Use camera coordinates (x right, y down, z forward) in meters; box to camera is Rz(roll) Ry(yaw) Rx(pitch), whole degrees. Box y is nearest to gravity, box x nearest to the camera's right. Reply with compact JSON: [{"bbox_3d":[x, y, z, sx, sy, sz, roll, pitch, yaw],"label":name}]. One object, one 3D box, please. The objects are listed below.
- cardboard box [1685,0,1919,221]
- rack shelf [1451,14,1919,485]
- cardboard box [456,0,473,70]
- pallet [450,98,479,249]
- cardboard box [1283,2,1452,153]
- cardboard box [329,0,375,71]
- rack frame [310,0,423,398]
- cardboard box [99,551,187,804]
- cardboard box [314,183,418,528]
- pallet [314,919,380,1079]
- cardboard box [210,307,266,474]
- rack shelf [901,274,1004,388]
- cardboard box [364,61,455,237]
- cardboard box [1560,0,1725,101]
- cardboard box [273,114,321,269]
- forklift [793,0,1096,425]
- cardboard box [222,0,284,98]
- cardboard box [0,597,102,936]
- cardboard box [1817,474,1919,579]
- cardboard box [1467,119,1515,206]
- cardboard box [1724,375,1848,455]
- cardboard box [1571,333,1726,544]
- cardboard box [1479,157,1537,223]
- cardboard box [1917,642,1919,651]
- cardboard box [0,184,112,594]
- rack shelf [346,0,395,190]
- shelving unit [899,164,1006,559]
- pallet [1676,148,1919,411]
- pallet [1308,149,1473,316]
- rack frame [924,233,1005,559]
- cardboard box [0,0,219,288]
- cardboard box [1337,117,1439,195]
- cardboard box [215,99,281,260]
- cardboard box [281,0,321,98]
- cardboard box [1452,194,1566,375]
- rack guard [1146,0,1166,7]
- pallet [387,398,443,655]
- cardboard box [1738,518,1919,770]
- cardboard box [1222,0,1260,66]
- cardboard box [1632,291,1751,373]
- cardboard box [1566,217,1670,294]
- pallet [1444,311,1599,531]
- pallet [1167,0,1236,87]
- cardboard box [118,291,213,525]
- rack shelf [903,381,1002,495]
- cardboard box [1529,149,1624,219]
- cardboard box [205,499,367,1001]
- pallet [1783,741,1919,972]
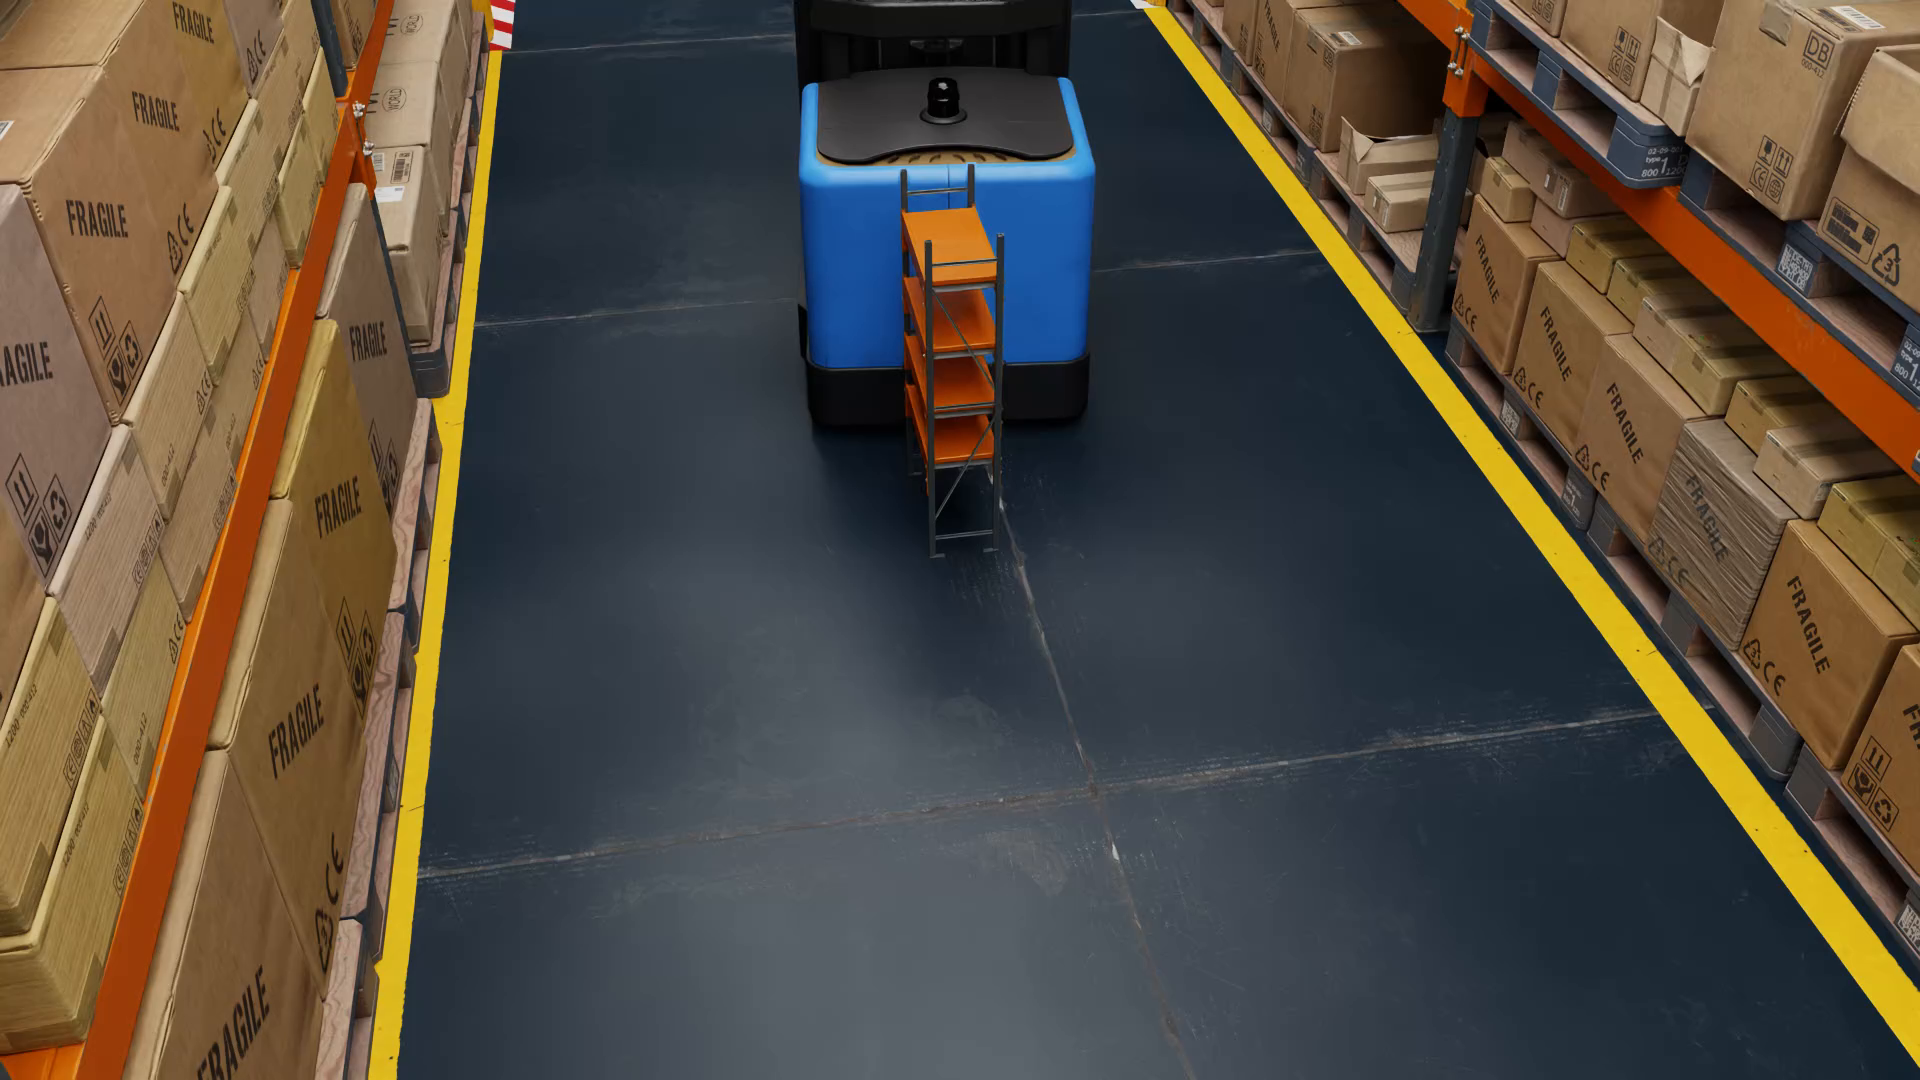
[{"bbox_3d":[2.453,-1.219,4.450,0.700,0.500,0.500,-6,38,-8],"label":"cardboard box"},{"bbox_3d":[2.710,-0.624,4.695,1.077,0.370,4.000,-6,38,-8],"label":"rack shelf"},{"bbox_3d":[-3.014,-2.763,8.607,0.875,0.438,0.875,-7,38,-9],"label":"cardboard box"},{"bbox_3d":[-2.800,-1.685,7.747,1.003,0.211,1.213,-6,38,-8],"label":"pallet"},{"bbox_3d":[1.966,-2.184,7.812,0.700,0.500,0.500,-8,38,-10],"label":"cardboard box"},{"bbox_3d":[-2.351,-1.932,5.710,0.500,0.500,0.500,-5,38,-6],"label":"cardboard box"},{"bbox_3d":[-2.526,-1.580,5.339,1.000,3.000,0.127,-6,38,-8],"label":"rack frame"},{"bbox_3d":[-1.771,0.264,3.088,0.500,0.250,0.500,-7,38,-9],"label":"cardboard box"},{"bbox_3d":[-2.339,-0.541,5.391,0.875,0.875,0.875,-5,38,-7],"label":"cardboard box"},{"bbox_3d":[-1.889,1.452,3.708,1.003,0.211,1.213,-6,38,-8],"label":"pallet"},{"bbox_3d":[-1.947,-0.351,3.879,0.500,0.250,0.500,-6,38,-8],"label":"cardboard box"},{"bbox_3d":[-0.029,-0.697,5.415,0.258,0.148,0.480,-6,38,-8],"label":"rack shelf"},{"bbox_3d":[-2.688,-1.666,7.195,0.875,0.438,0.875,-7,38,-9],"label":"cardboard box"},{"bbox_3d":[2.315,-1.693,5.060,0.700,0.500,0.500,-6,38,-7],"label":"cardboard box"},{"bbox_3d":[-2.111,-0.970,4.675,0.500,0.250,0.500,-7,38,-9],"label":"cardboard box"},{"bbox_3d":[-0.122,-2.469,6.539,1.130,2.935,3.031,-2,38,-3],"label":"forklift"},{"bbox_3d":[-2.103,-1.460,4.288,0.500,0.500,0.500,-6,38,-7],"label":"cardboard box"},{"bbox_3d":[-1.671,0.365,2.550,0.500,0.250,0.500,-6,38,-8],"label":"cardboard box"},{"bbox_3d":[2.598,-0.047,4.532,0.380,0.149,0.250,-7,38,-9],"label":"cardboard box"},{"bbox_3d":[2.477,-1.645,7.272,0.500,0.311,0.500,-5,38,-6],"label":"cardboard box"},{"bbox_3d":[2.527,-0.364,4.940,0.380,0.149,0.250,-6,38,-8],"label":"cardboard box"},{"bbox_3d":[2.409,-0.356,5.459,0.500,0.500,0.500,-7,38,-9],"label":"cardboard box"},{"bbox_3d":[2.161,-1.306,6.153,0.380,0.149,0.250,-5,38,-6],"label":"cardboard box"},{"bbox_3d":[2.644,0.268,4.126,0.380,0.149,0.250,-7,38,-9],"label":"cardboard box"},{"bbox_3d":[-1.767,-0.222,2.694,0.500,0.500,0.500,-6,38,-8],"label":"cardboard box"},{"bbox_3d":[-2.877,-2.504,7.115,1.077,0.370,4.000,-6,38,-8],"label":"rack shelf"},{"bbox_3d":[-0.029,-0.574,5.511,0.258,1.200,0.503,-6,38,-8],"label":"shelving unit"},{"bbox_3d":[2.715,-0.799,4.490,1.003,0.211,1.213,-6,38,-8],"label":"pallet"},{"bbox_3d":[2.240,-1.430,7.419,1.003,0.211,1.213,-6,38,-8],"label":"pallet"},{"bbox_3d":[0.014,-0.426,5.321,0.240,1.200,0.015,-6,38,-8],"label":"rack frame"},{"bbox_3d":[-1.928,-0.841,3.491,0.500,0.500,0.500,-6,38,-7],"label":"cardboard box"},{"bbox_3d":[1.910,-1.723,7.409,0.396,0.266,0.258,-5,38,-6],"label":"cardboard box"},{"bbox_3d":[-2.018,-0.865,4.133,0.500,0.250,0.500,-5,38,-7],"label":"cardboard box"},{"bbox_3d":[-2.210,-1.478,4.923,0.500,0.250,0.500,-6,38,-8],"label":"cardboard box"},{"bbox_3d":[2.223,-0.979,6.260,0.500,0.500,0.500,-5,38,-6],"label":"cardboard box"},{"bbox_3d":[1.672,-3.500,9.847,1.175,0.500,0.348,-6,38,-8],"label":"rack guard"},{"bbox_3d":[-2.317,-0.021,5.605,1.003,0.211,1.213,-6,38,-8],"label":"pallet"},{"bbox_3d":[2.603,0.269,4.654,0.500,0.500,0.500,-5,38,-6],"label":"cardboard box"},{"bbox_3d":[1.784,-2.811,8.619,0.700,0.500,0.500,-5,38,-6],"label":"cardboard box"},{"bbox_3d":[2.410,-0.674,5.339,0.380,0.149,0.250,-6,38,-8],"label":"cardboard box"},{"bbox_3d":[2.342,-0.993,5.750,0.380,0.149,0.250,-8,39,-10],"label":"cardboard box"},{"bbox_3d":[2.539,-0.528,6.258,1.003,0.211,1.213,-6,38,-8],"label":"pallet"},{"bbox_3d":[1.812,-2.904,9.316,1.003,0.211,1.213,-6,38,-8],"label":"pallet"},{"bbox_3d":[-1.836,-0.250,3.341,0.500,0.250,0.500,-6,38,-8],"label":"cardboard box"},{"bbox_3d":[-0.029,-0.364,5.674,0.258,0.148,0.480,-6,38,-8],"label":"rack shelf"},{"bbox_3d":[2.253,-1.272,5.866,0.380,0.149,0.250,-8,39,-10],"label":"cardboard box"},{"bbox_3d":[-2.017,0.543,3.995,0.875,0.875,0.875,-6,38,-7],"label":"cardboard box"},{"bbox_3d":[2.967,0.946,4.361,1.003,0.211,1.213,-6,38,-8],"label":"pallet"}]
